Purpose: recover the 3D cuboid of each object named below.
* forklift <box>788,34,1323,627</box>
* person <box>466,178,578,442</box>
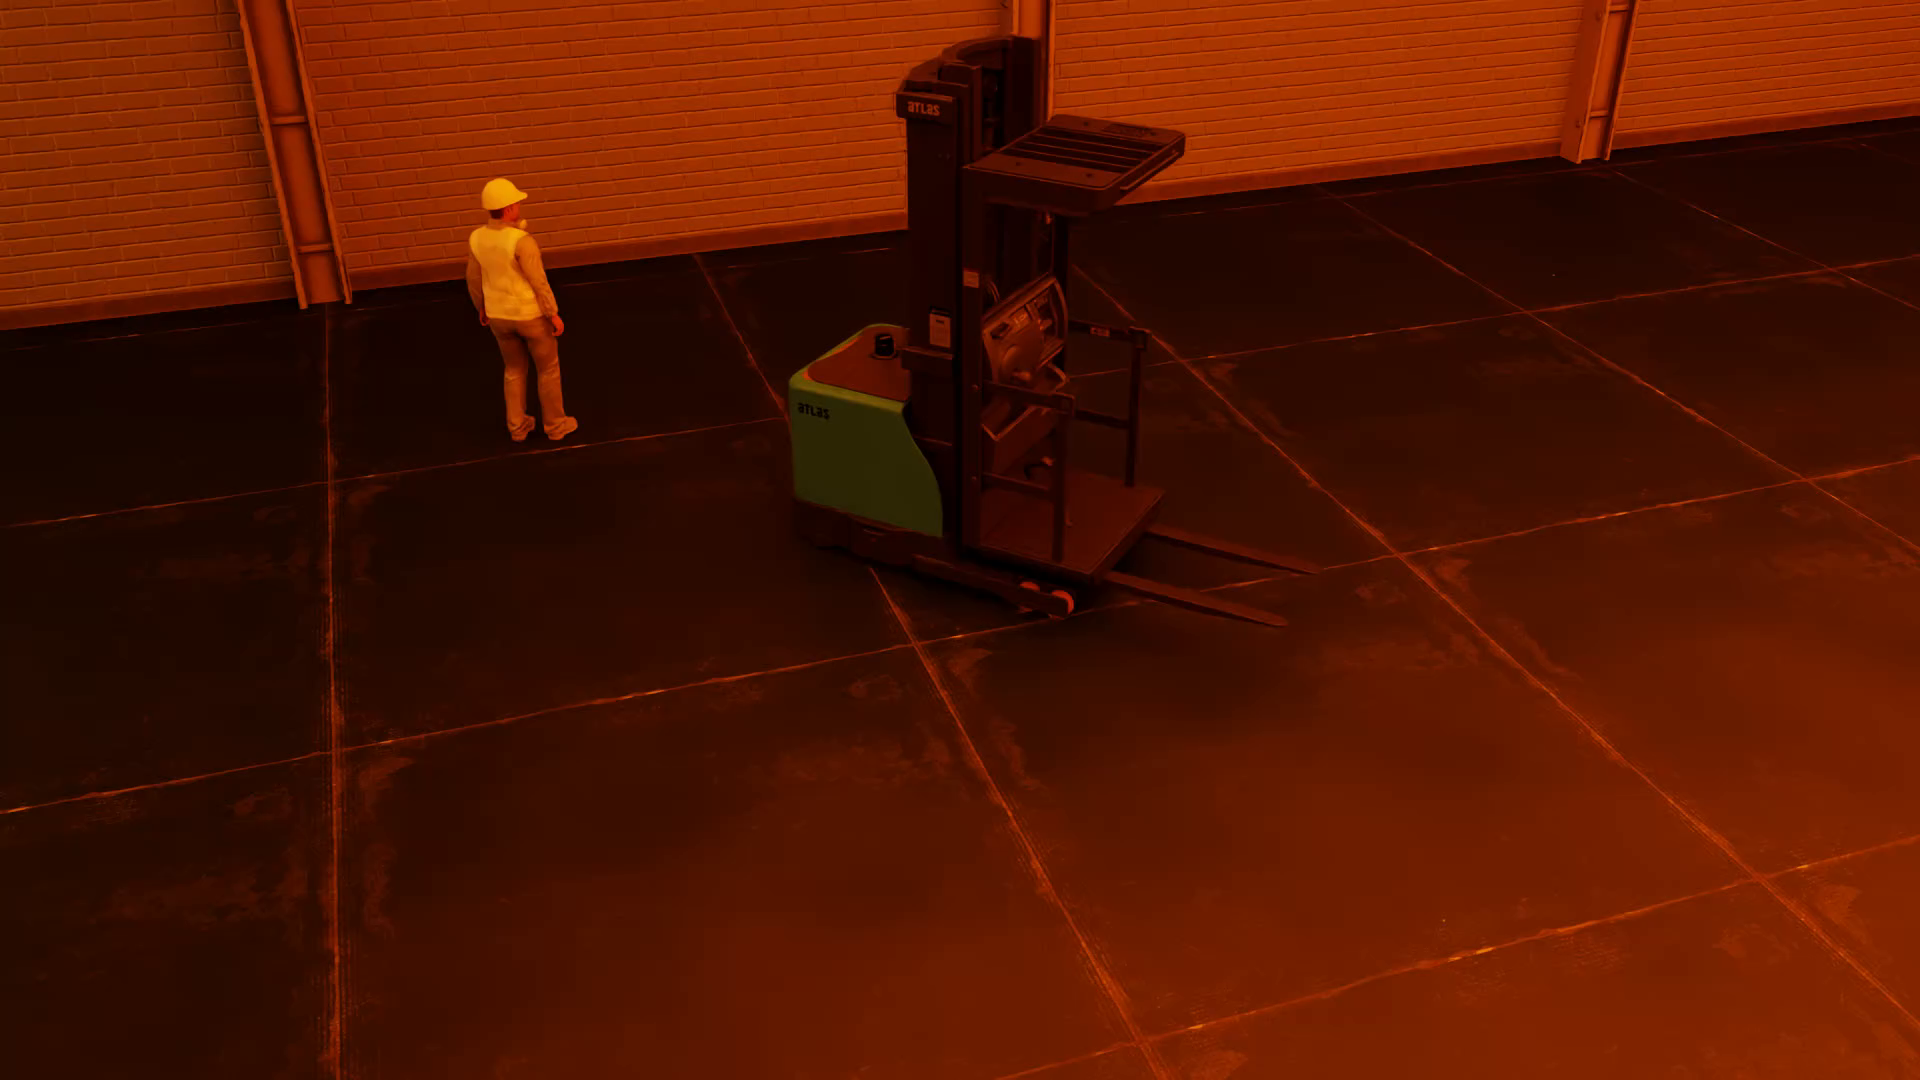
[{"bbox_3d":[0.540,-1.127,9.046,3.031,2.935,1.130,15,33,24],"label":"forklift"},{"bbox_3d":[-2.850,-1.494,10.847,0.632,1.775,0.411,9,31,15],"label":"person"}]
